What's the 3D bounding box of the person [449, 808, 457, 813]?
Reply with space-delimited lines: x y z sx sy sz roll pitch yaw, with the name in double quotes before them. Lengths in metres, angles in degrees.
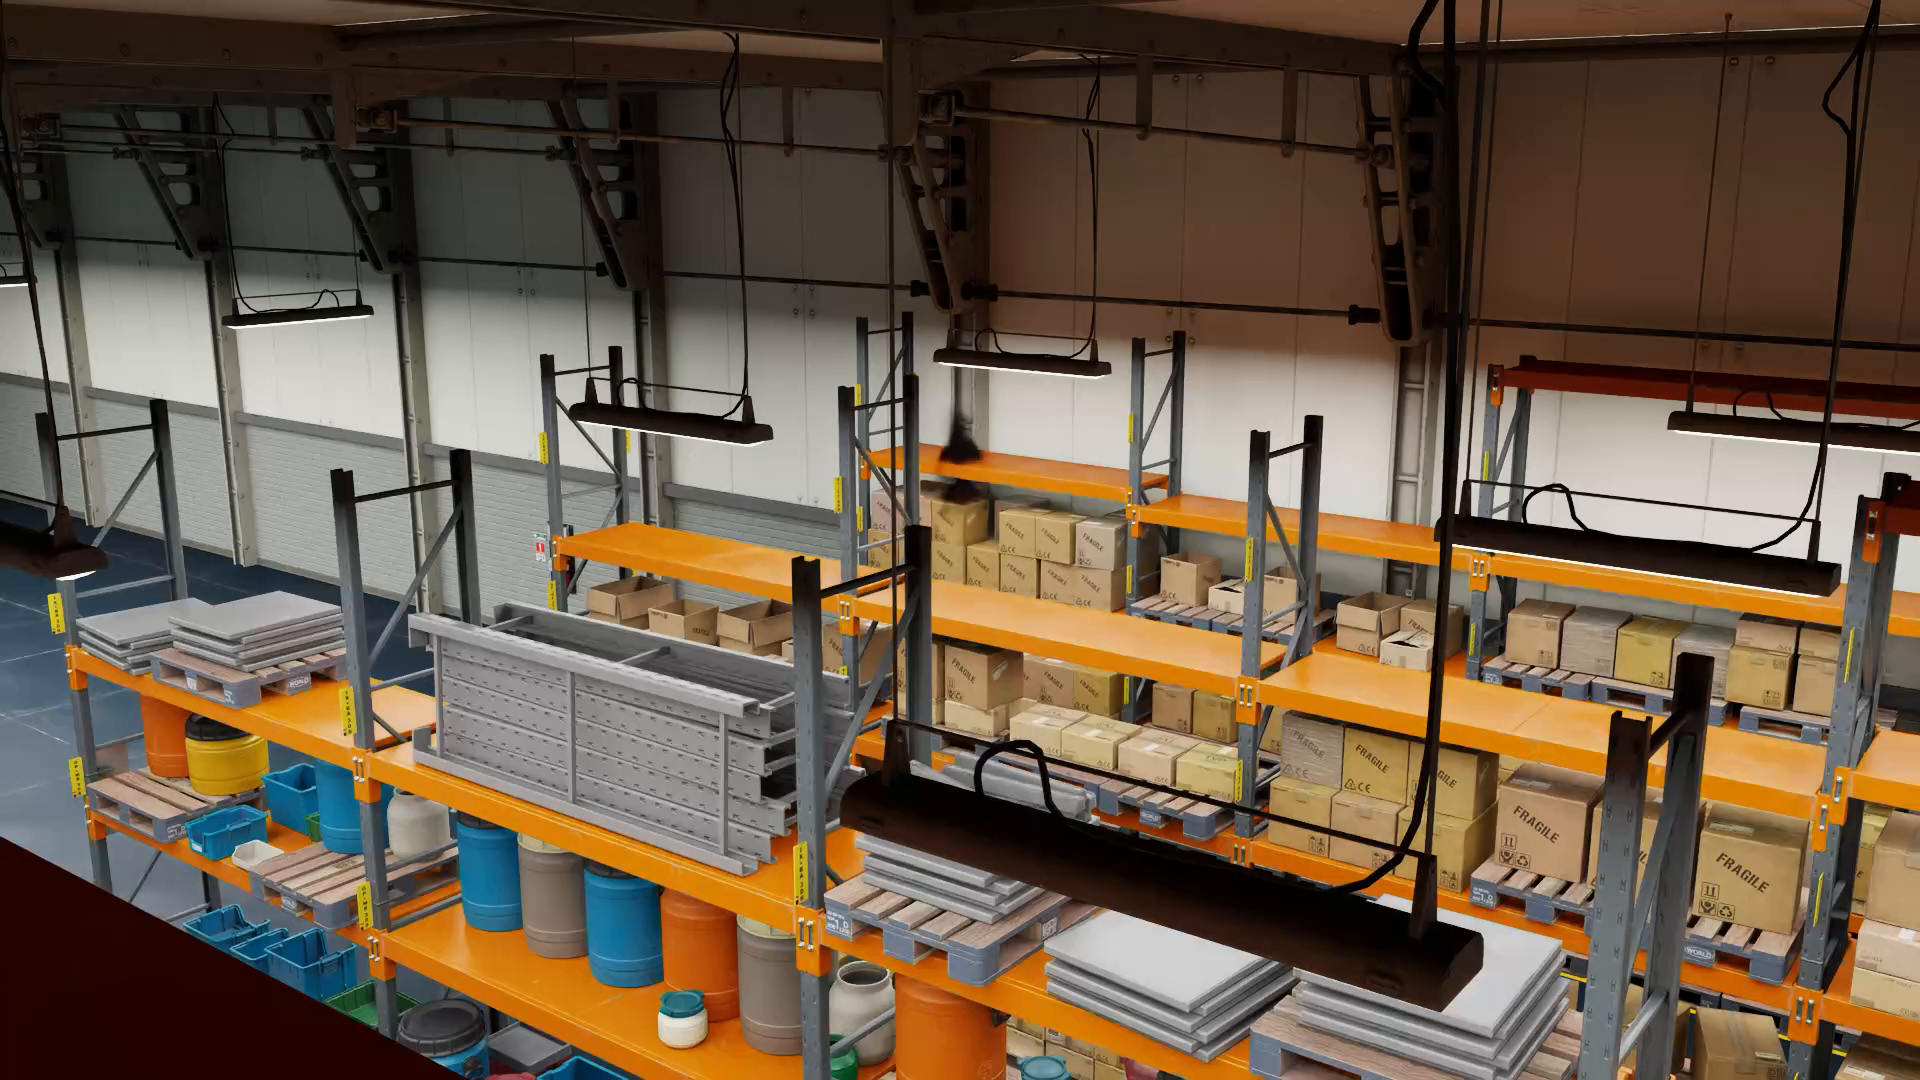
"person" -6.087 2.566 20.668 0.663 1.628 0.551 -10 17 -37
